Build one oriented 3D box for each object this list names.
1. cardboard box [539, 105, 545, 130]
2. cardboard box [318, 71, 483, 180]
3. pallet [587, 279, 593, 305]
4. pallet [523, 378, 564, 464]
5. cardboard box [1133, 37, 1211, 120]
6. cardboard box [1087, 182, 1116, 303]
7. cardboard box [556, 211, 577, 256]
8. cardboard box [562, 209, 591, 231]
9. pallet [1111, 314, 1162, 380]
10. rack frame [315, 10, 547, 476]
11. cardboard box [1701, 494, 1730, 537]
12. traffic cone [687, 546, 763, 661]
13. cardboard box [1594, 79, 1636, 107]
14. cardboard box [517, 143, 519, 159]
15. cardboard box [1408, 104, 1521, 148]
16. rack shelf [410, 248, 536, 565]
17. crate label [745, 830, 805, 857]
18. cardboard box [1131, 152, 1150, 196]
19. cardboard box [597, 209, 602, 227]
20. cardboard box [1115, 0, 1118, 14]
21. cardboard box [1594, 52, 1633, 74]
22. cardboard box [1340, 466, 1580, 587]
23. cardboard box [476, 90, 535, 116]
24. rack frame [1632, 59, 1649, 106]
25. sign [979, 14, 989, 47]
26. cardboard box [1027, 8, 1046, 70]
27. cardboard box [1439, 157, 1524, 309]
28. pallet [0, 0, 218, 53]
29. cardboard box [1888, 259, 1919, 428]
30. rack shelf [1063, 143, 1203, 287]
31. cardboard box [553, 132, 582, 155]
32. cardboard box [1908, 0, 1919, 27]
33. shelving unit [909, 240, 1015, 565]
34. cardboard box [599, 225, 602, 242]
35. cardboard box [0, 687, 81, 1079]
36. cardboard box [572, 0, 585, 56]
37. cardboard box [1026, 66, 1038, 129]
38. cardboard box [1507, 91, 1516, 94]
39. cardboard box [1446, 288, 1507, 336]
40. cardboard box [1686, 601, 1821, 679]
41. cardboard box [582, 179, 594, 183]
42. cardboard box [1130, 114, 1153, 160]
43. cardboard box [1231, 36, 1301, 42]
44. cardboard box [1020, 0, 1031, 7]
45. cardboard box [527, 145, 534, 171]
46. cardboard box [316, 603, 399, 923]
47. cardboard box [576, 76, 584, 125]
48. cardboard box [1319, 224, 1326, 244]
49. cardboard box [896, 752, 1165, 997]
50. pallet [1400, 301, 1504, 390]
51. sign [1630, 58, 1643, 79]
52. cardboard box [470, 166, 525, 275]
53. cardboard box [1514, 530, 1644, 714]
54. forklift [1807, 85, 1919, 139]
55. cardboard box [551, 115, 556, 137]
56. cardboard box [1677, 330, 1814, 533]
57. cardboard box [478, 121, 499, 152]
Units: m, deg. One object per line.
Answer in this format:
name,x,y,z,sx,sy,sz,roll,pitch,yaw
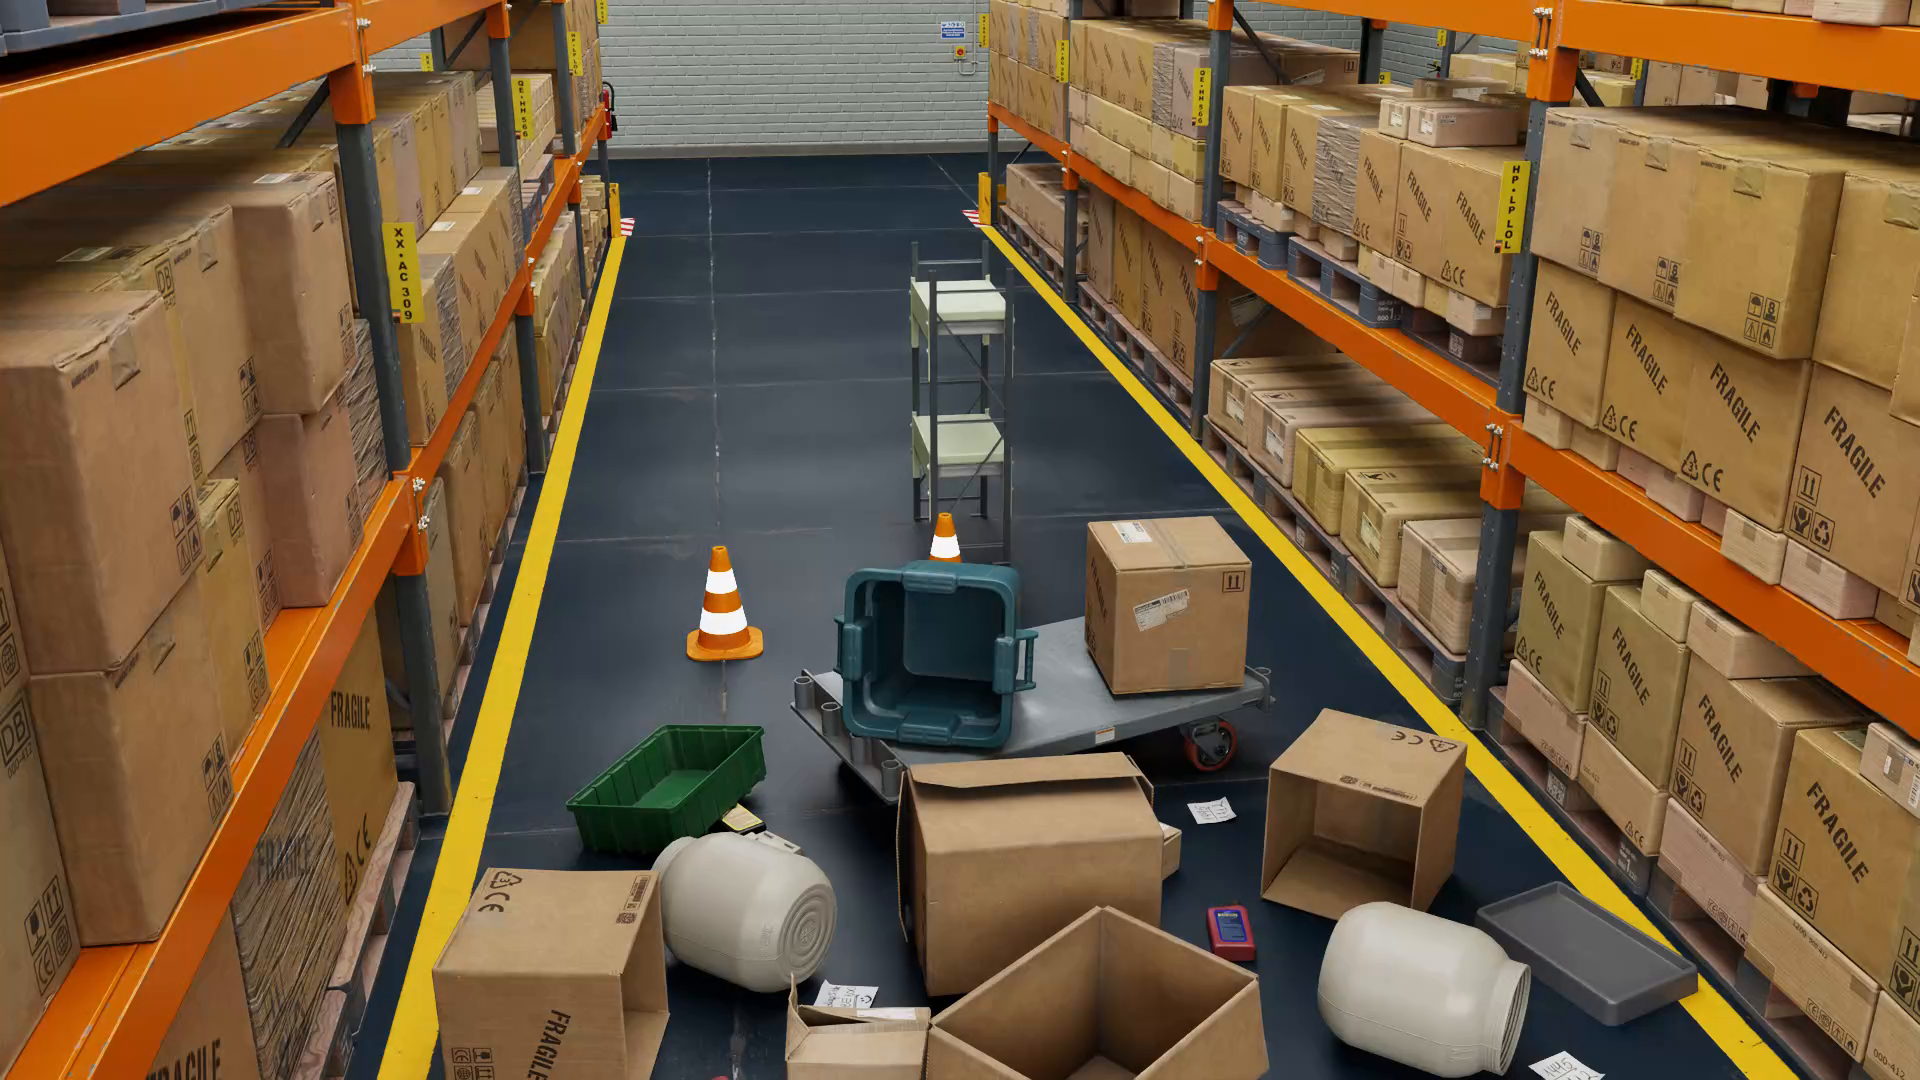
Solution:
cardboard box,-3.139,-2.983,11.750,0.380,0.149,0.250,-4,21,-10
cardboard box,-2.876,-2.139,8.583,0.700,0.500,0.500,-3,21,-8
pallet,-3.639,-2.089,14.006,1.003,0.211,1.213,-3,21,-8
pallet,-3.042,-0.744,10.405,1.003,0.211,1.213,-3,21,-8
cardboard box,1.472,-3.094,11.142,0.500,0.500,0.500,-3,21,-8
cardboard box,1.545,-2.440,13.397,0.875,0.875,0.875,-2,21,-6
cardboard box,-3.150,-2.296,12.477,0.500,0.250,0.500,-3,21,-9
cardboard box,-3.435,-2.799,14.546,0.380,0.149,0.250,-2,21,-7
pallet,1.741,-1.456,12.312,1.003,0.211,1.213,-3,21,-8
rack frame,-2.931,-1.779,9.193,1.000,3.000,0.127,-3,21,-8
cardboard box,2.484,-0.083,5.009,0.380,0.149,0.250,-3,21,-8
traffic cone,-1.053,0.254,7.376,0.336,0.463,0.334,-3,21,-8
cardboard box,5.973,-3.934,14.750,0.500,0.250,0.500,-2,21,-6
cardboard box,-2.885,-2.361,10.084,0.380,0.149,0.250,-4,21,-9
cardboard box,2.127,-1.752,7.025,0.380,0.149,0.250,-4,21,-9
rack shelf,-2.643,-0.750,7.465,1.077,0.370,4.000,-3,21,-8
crate label,-0.672,1.097,5.582,0.250,0.136,0.298,17,27,39
cardboard box,1.477,-2.507,11.355,0.500,0.250,0.500,-3,21,-8
cardboard box,-3.562,-3.023,15.572,0.380,0.149,0.250,-3,21,-7
cardboard box,1.456,-4.565,14.151,0.380,0.149,0.250,-3,21,-8
cardboard box,6.336,-4.650,15.596,0.500,0.500,0.500,-3,21,-9
cardboard box,2.344,-0.075,7.785,0.950,0.372,0.625,-2,21,-4
cardboard box,-3.069,-2.941,11.213,0.380,0.149,0.250,-4,21,-10
rack frame,6.287,-3.700,14.337,1.000,3.000,0.127,-3,21,-8
sign,0.250,-5.250,17.136,0.100,0.325,0.005,-3,21,-8
cardboard box,0.887,-4.465,14.813,0.500,0.500,0.500,-3,21,-7
cardboard box,2.236,-1.210,6.501,0.500,0.500,0.500,-3,21,-9
pallet,-2.074,-1.053,3.087,1.003,0.211,1.213,-3,21,-8
cardboard box,2.575,-0.461,3.667,0.700,0.500,0.500,-3,21,-8
rack shelf,1.664,-2.419,11.935,1.077,0.370,4.000,-3,21,-8
cardboard box,-3.225,-3.161,13.252,0.380,0.149,0.250,-2,21,-6
cardboard box,2.553,-1.311,4.012,0.380,0.149,0.250,-3,21,-7
shelving unit,0.001,-0.700,8.448,0.431,1.500,0.755,-3,21,-8
cardboard box,-3.565,-2.889,15.638,0.380,0.149,0.250,-4,21,-10
cardboard box,-1.977,0.605,2.595,0.875,0.550,0.550,-3,21,-8
cardboard box,-3.463,-4.342,14.057,0.500,0.500,0.500,-3,21,-7
cardboard box,0.890,-3.995,14.981,0.500,0.500,0.500,-3,21,-9
cardboard box,5.623,-4.391,16.546,0.380,0.149,0.250,-4,21,-9
cardboard box,2.182,-0.922,6.657,0.380,0.149,0.250,-3,21,-7
cardboard box,2.423,0.292,4.977,0.380,0.149,0.250,-2,21,-5
cardboard box,-3.778,-3.429,16.233,0.380,0.149,0.250,-3,21,-7
cardboard box,1.460,-2.736,11.255,0.500,0.250,0.500,-3,21,-9
cardboard box,1.983,-3.113,11.193,0.500,0.500,0.500,-2,21,-6
cardboard box,0.759,-4.977,15.255,0.380,0.149,0.250,-3,21,-9
cardboard box,-2.989,-2.482,10.834,0.380,0.149,0.250,-3,21,-7
cardboard box,-2.333,0.626,5.191,0.875,0.875,0.875,-3,21,-7
cardboard box,-3.408,-3.705,13.782,0.500,0.500,0.500,-3,21,-8
cardboard box,2.027,-1.553,8.345,0.380,0.149,0.250,-2,21,-6
cardboard box,0.205,1.008,5.104,0.797,0.637,0.503,-3,21,-8
pallet,2.563,-0.861,7.009,1.003,0.211,1.213,-3,21,-8
sign,5.752,-4.076,14.105,0.100,0.325,0.005,-3,21,-8
cardboard box,-2.600,-1.684,8.794,0.500,0.500,0.500,-3,21,-8
cardboard box,2.347,0.279,5.940,0.500,0.500,0.500,-2,21,-5
forklift,4.658,-1.321,8.065,1.130,2.935,3.031,-3,21,-8
cardboard box,-3.254,-3.116,12.530,0.380,0.149,0.250,-3,21,-9
cardboard box,2.472,-0.352,4.802,0.500,0.500,0.500,-3,21,-8
cardboard box,-2.807,-2.308,9.518,0.380,0.149,0.250,-3,21,-8
